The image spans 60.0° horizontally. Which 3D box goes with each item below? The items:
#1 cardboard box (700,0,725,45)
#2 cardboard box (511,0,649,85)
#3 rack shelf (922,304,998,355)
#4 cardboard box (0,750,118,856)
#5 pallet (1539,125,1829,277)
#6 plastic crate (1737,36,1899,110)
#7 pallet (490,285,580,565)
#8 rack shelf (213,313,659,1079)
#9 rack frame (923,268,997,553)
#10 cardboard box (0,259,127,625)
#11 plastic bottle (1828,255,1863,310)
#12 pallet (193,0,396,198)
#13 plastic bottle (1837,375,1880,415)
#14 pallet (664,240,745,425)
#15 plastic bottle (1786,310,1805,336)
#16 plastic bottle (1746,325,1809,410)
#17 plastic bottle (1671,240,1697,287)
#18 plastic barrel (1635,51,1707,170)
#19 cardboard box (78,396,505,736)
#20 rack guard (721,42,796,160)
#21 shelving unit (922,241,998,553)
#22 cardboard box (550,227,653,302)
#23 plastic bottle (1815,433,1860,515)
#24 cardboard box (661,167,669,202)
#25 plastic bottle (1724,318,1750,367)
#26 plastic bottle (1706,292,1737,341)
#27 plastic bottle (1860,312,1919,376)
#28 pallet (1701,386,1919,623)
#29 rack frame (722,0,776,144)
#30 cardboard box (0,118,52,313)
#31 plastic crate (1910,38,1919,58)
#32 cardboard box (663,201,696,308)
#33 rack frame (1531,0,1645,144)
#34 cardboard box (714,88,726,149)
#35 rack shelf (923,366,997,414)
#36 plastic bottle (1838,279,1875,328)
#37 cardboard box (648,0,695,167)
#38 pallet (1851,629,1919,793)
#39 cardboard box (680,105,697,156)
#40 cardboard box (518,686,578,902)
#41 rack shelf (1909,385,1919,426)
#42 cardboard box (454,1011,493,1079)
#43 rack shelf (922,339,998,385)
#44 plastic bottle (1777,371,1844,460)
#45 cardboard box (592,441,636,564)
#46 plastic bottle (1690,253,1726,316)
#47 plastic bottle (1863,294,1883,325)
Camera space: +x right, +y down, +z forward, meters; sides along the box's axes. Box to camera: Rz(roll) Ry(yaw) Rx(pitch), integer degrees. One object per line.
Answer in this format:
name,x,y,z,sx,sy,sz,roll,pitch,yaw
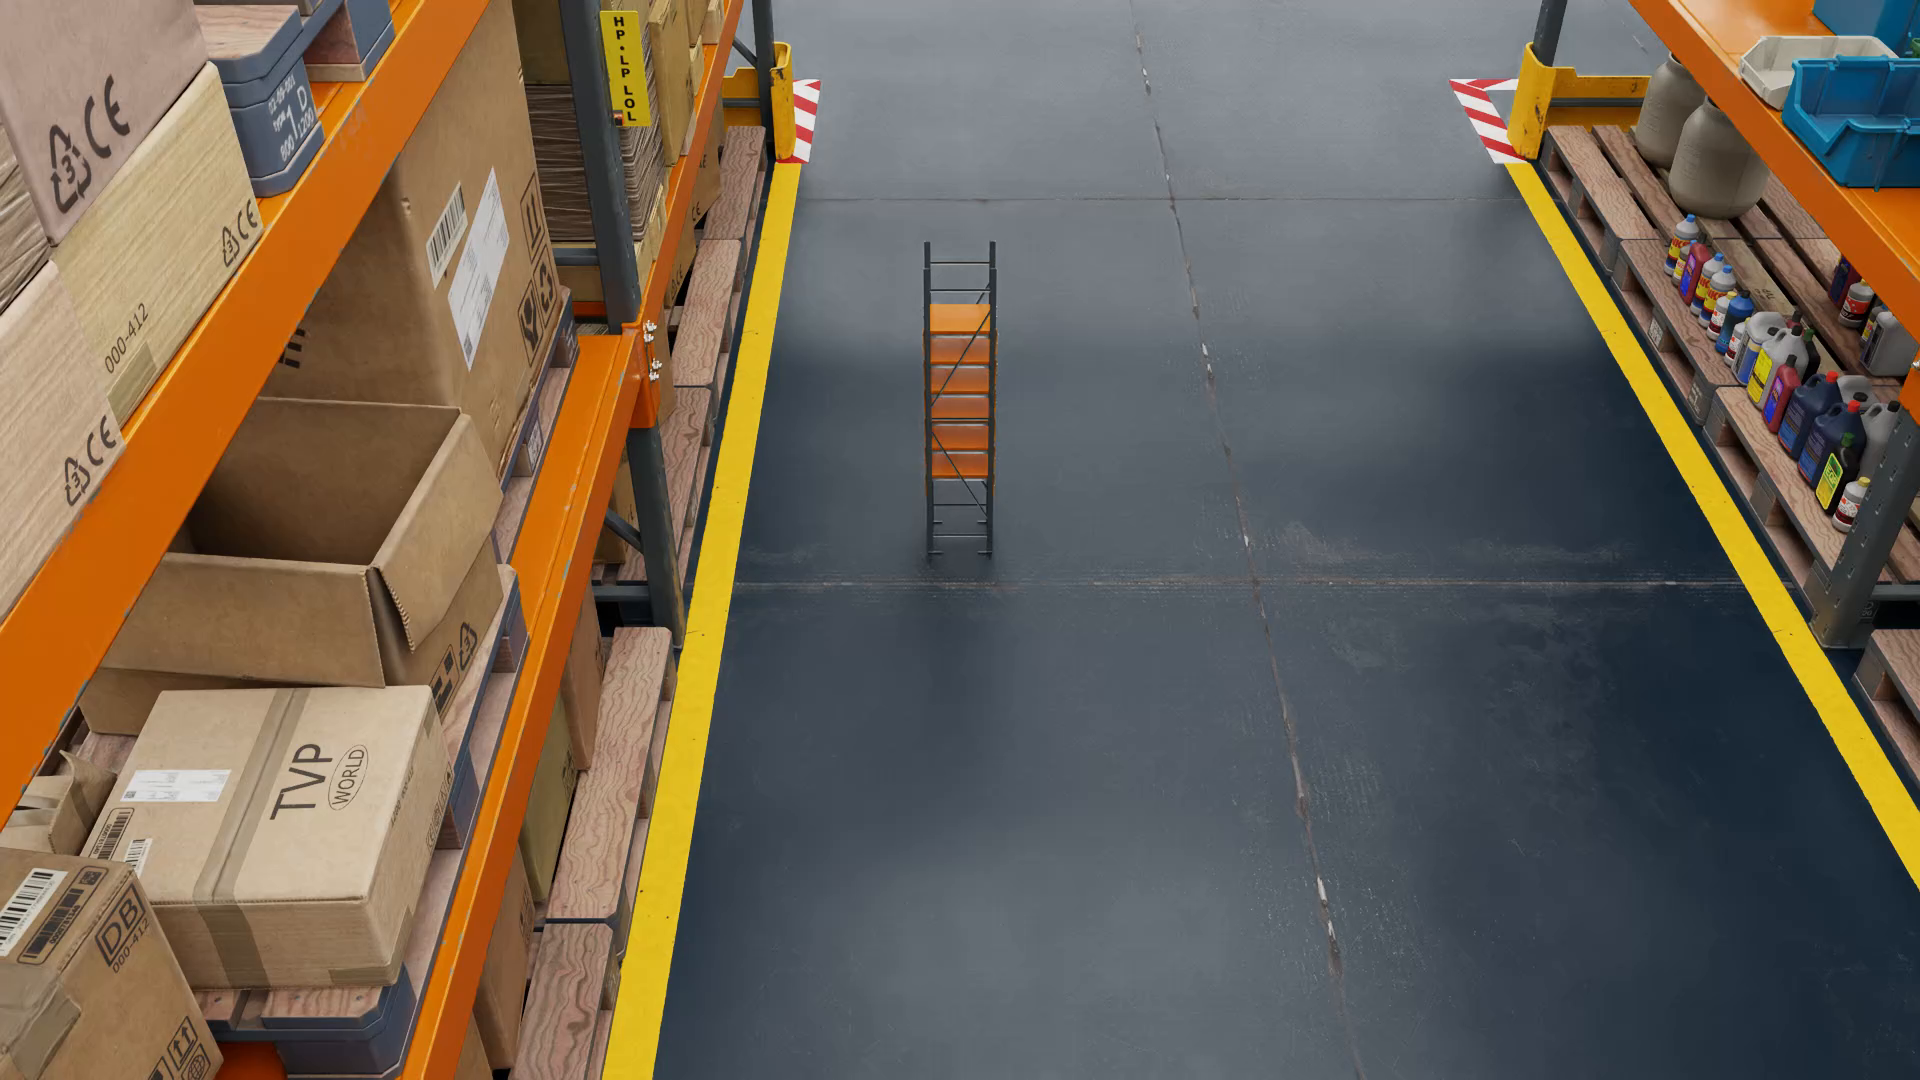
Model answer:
cardboard box,-1.154,-2.111,6.686,0.380,0.149,0.250,0,39,0
cardboard box,-1.209,-1.650,4.793,0.500,0.500,0.500,0,39,0
rack shelf,0.000,-0.724,5.689,0.258,0.103,0.180,0,39,0
cardboard box,-1.730,0.524,2.969,0.396,0.266,0.258,-1,39,-1
pallet,3.528,-1.684,8.183,1.003,0.211,1.213,0,39,0
plastic crate,3.235,-1.739,6.232,0.530,0.136,0.437,0,39,0
pallet,-1.607,-0.270,4.342,1.003,0.211,1.213,0,39,0
rack shelf,-1.460,0.708,3.543,1.077,0.370,4.000,0,39,0
rack frame,0.000,-0.420,5.815,0.240,1.200,0.006,0,39,0
cardboard box,-1.204,-0.049,1.634,0.500,0.250,0.500,1,39,1
plastic bottle,3.793,-1.134,7.086,0.061,0.283,0.133,0,39,0
pallet,-1.564,-0.886,2.708,1.213,0.211,1.003,0,39,0
plastic bottle,3.349,-0.474,6.269,0.152,0.276,0.135,0,39,0
pallet,-1.503,-0.920,7.229,1.003,0.211,1.213,0,39,0
plastic bottle,3.311,-0.765,6.626,0.061,0.283,0.133,0,39,0
plastic bottle,3.201,-0.689,6.478,0.144,0.351,0.185,0,39,0
plastic bottle,3.176,-1.209,7.246,0.097,0.201,0.097,0,39,0
plastic barrel,3.563,-2.110,8.138,0.421,0.512,0.421,0,39,0
cardboard box,-1.368,0.057,3.362,0.797,0.503,0.637,4,39,5
rack guard,-1.467,-2.302,8.722,1.175,0.500,0.348,0,39,0
shelving unit,0.000,-0.477,5.886,0.258,1.200,0.189,0,39,0
cardboard box,-1.162,-0.860,5.125,0.380,0.149,0.250,0,39,0
plastic bottle,3.160,-0.239,5.970,0.061,0.283,0.133,2,39,2
cardboard box,-1.177,-1.172,5.515,0.380,0.149,0.250,0,39,0
plastic bottle,3.177,-0.806,6.744,0.097,0.201,0.097,0,39,0
plastic bottle,3.177,-0.935,6.904,0.097,0.201,0.097,0,39,0
plastic bottle,3.756,-0.809,6.687,0.152,0.276,0.135,0,39,0
pallet,3.531,-0.159,6.279,1.003,0.211,1.213,0,39,0
rack frame,-1.467,-3.325,8.000,1.000,3.000,0.127,0,39,0
cardboard box,-1.198,-0.338,1.394,0.500,0.500,0.500,0,39,0
plastic crate,3.771,-1.593,6.009,0.450,0.188,0.662,0,39,0
cardboard box,-1.466,-1.357,7.208,0.500,0.500,0.500,3,39,4
rack frame,3.486,-3.328,8.004,1.000,3.000,0.127,0,39,0
cardboard box,-1.483,-2.123,8.163,0.500,0.500,0.500,7,39,8
rack shelf,0.000,-0.536,5.839,0.258,0.103,0.180,0,39,0
plastic bottle,3.775,-1.004,6.989,0.097,0.201,0.097,0,39,0
cardboard box,-1.367,-1.572,5.496,0.875,0.500,0.500,0,39,0
pallet,3.530,0.752,5.142,1.003,0.211,1.213,0,39,0
cardboard box,-1.146,-1.485,5.906,0.380,0.149,0.250,0,39,0
cardboard box,-1.502,0.663,4.671,0.700,0.500,0.500,0,39,0
rack shelf,3.493,0.705,3.547,1.077,0.370,4.000,0,39,0
cardboard box,-1.500,1.362,3.799,0.700,0.500,0.500,3,39,4
rack shelf,0.000,-0.630,5.764,0.258,0.103,0.180,0,39,0
plastic bottle,3.201,-0.487,6.226,0.144,0.351,0.185,-2,39,-2
cardboard box,-1.423,-0.262,5.841,0.500,0.500,0.500,-1,39,-1
plastic bottle,3.177,-1.087,7.037,0.097,0.271,0.097,0,39,0
plastic bottle,3.899,-1.044,6.981,0.152,0.276,0.135,-1,39,-1
